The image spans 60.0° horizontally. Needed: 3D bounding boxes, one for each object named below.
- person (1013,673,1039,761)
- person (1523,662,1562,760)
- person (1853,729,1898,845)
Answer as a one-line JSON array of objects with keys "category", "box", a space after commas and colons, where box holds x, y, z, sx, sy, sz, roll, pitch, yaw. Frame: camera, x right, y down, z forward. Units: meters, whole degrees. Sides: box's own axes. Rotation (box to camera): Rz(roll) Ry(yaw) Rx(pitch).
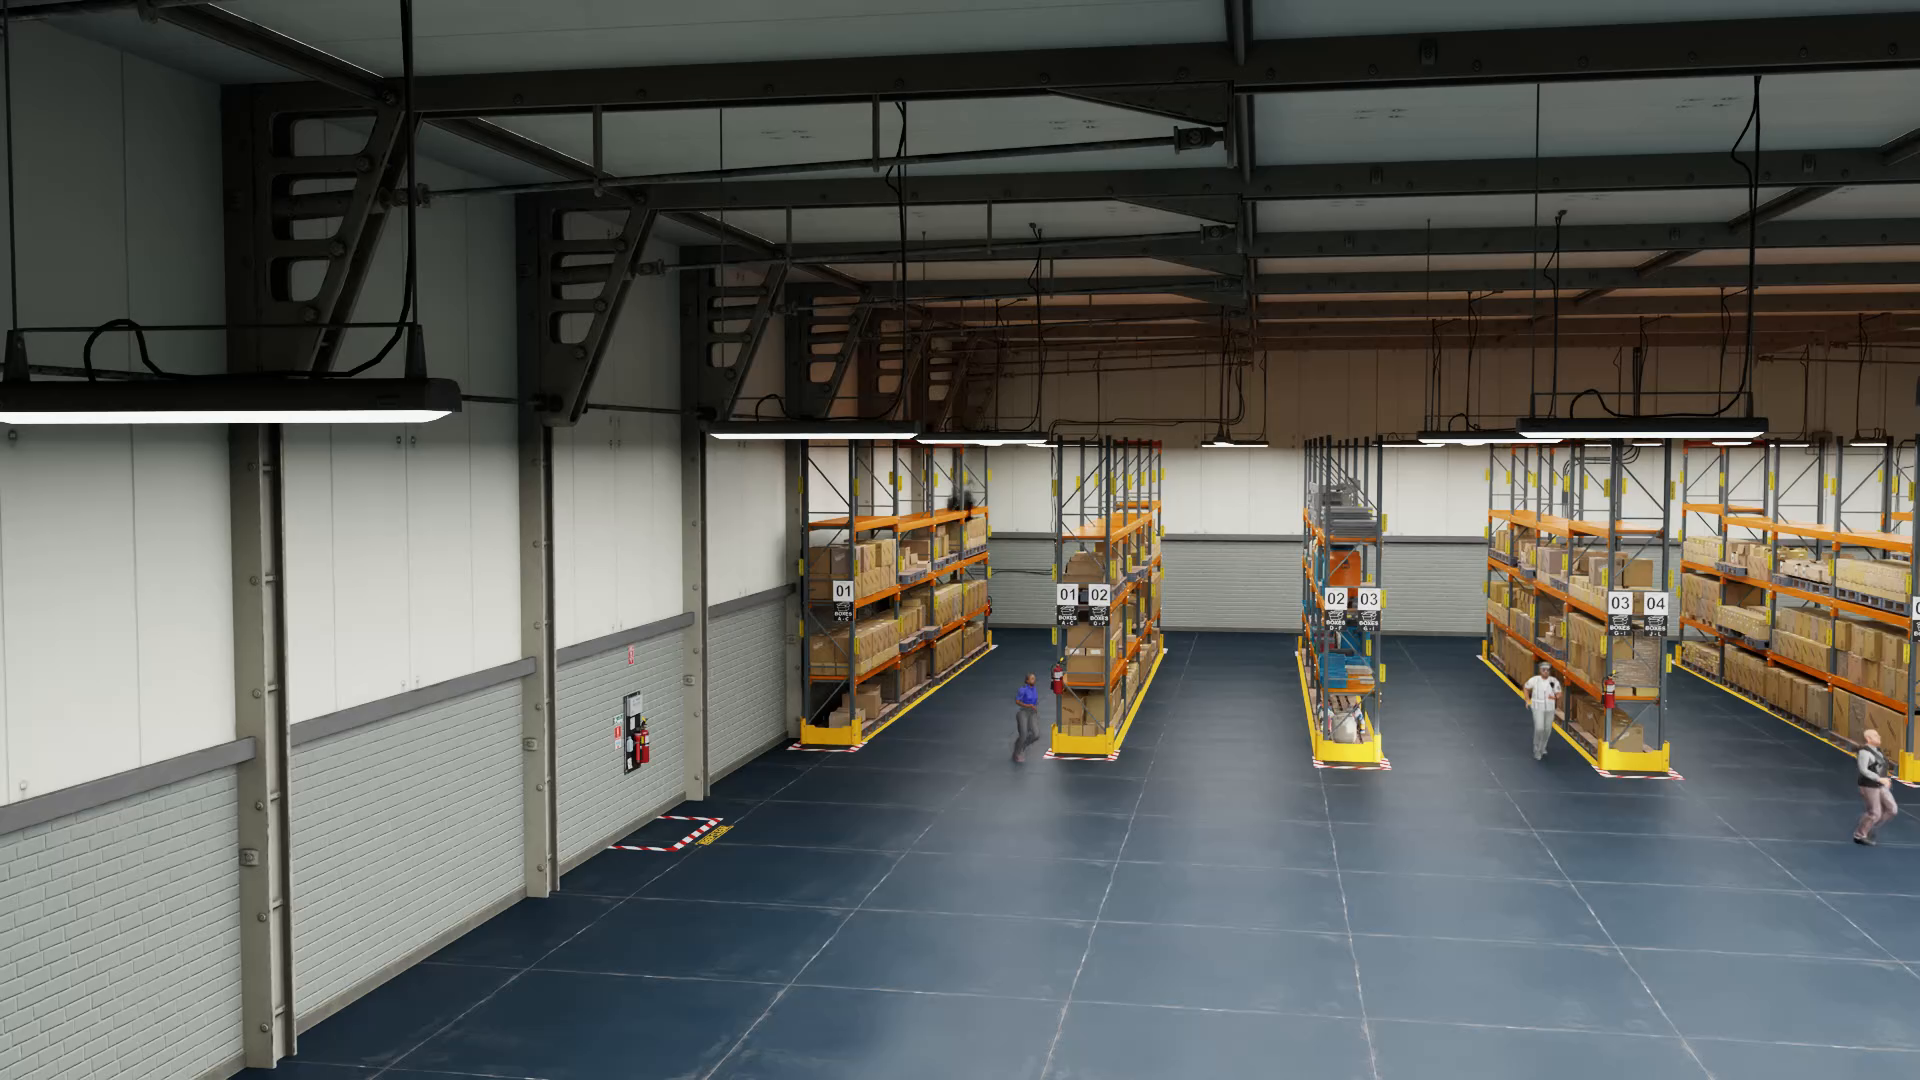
[{"category": "person", "box": [1.299, 3.260, 30.671, 0.593, 1.606, 0.568, -3, 4, -40]}, {"category": "person", "box": [10.863, 3.180, 30.957, 0.638, 1.848, 0.738, 0, 3, 6]}, {"category": "person", "box": [13.252, 3.578, 24.076, 0.672, 1.676, 0.551, -3, 4, -42]}]
